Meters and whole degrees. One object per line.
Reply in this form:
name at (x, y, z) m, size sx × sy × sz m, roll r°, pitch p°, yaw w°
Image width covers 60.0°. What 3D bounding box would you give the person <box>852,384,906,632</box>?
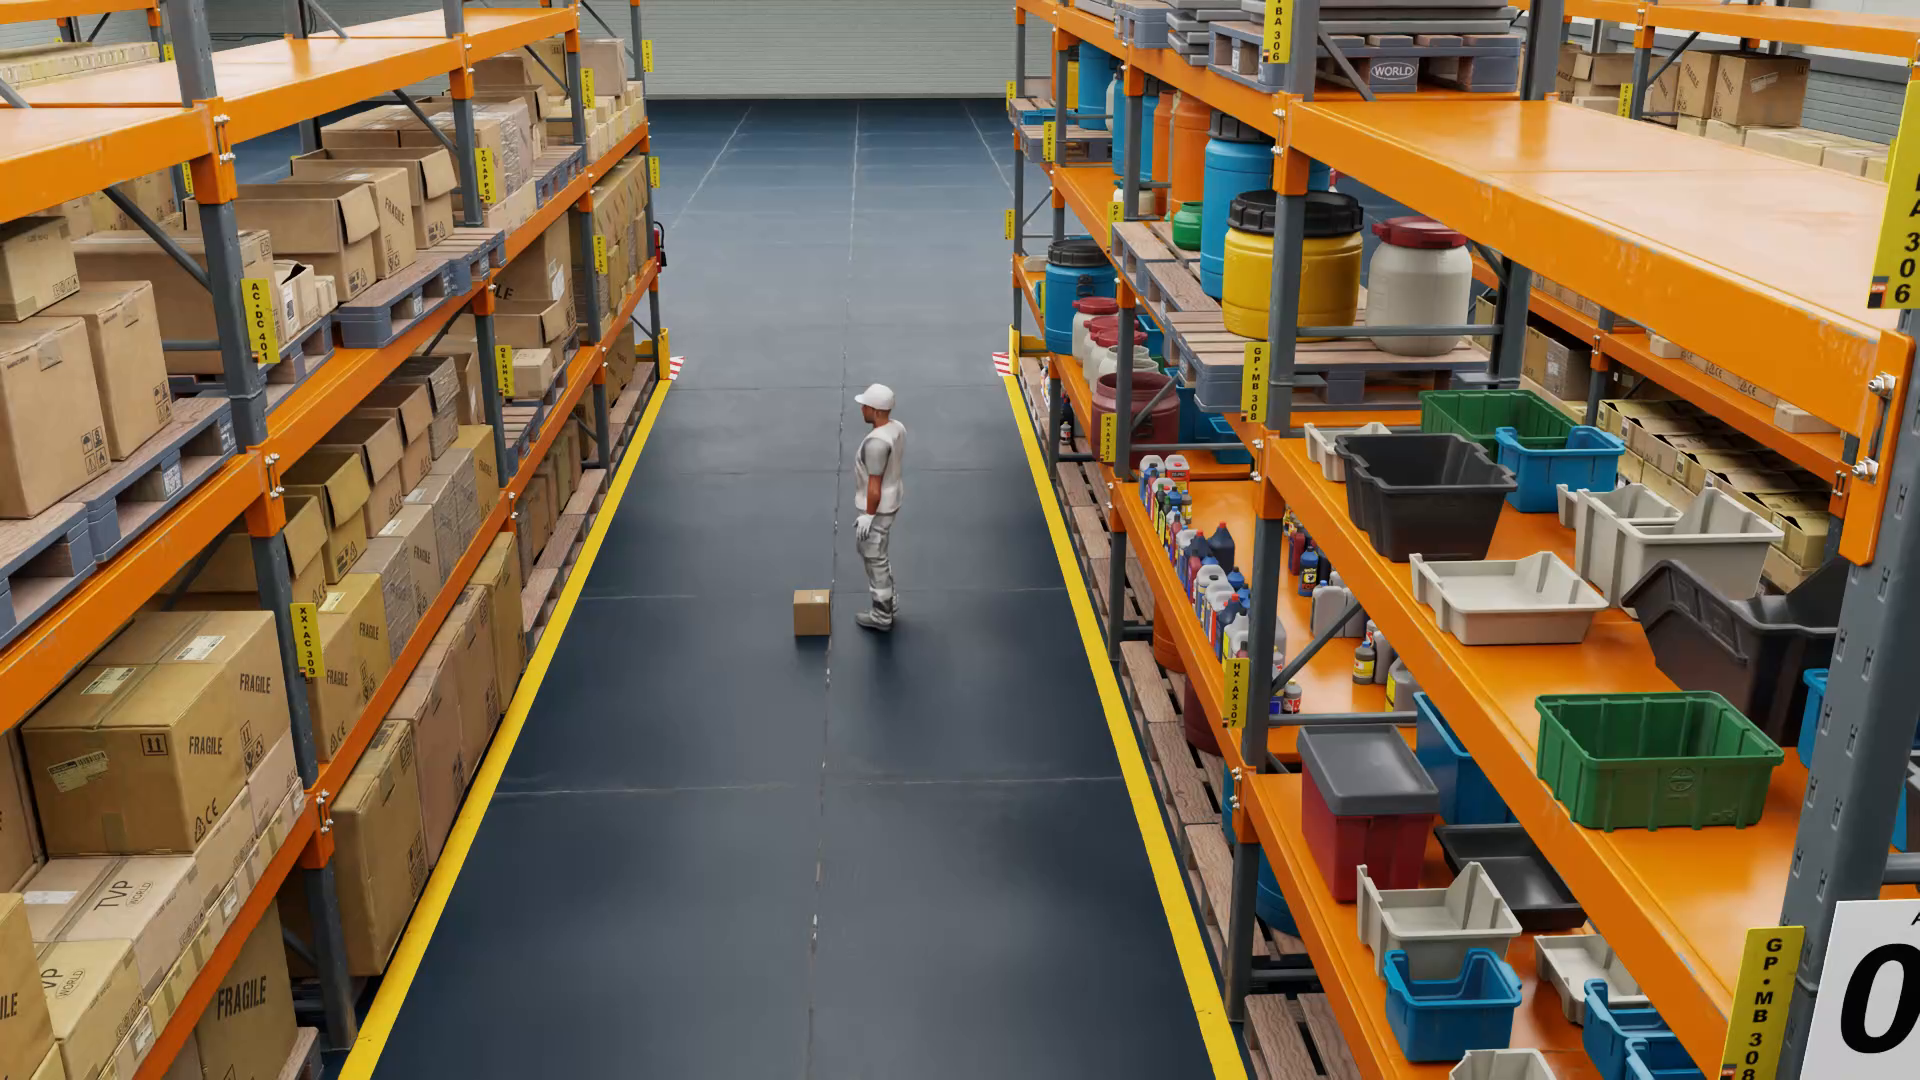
person at (-0.594, -0.210, 11.627) m, size 0.391 × 1.821 × 0.553 m, roll 5°, pitch 21°, yaw 14°
